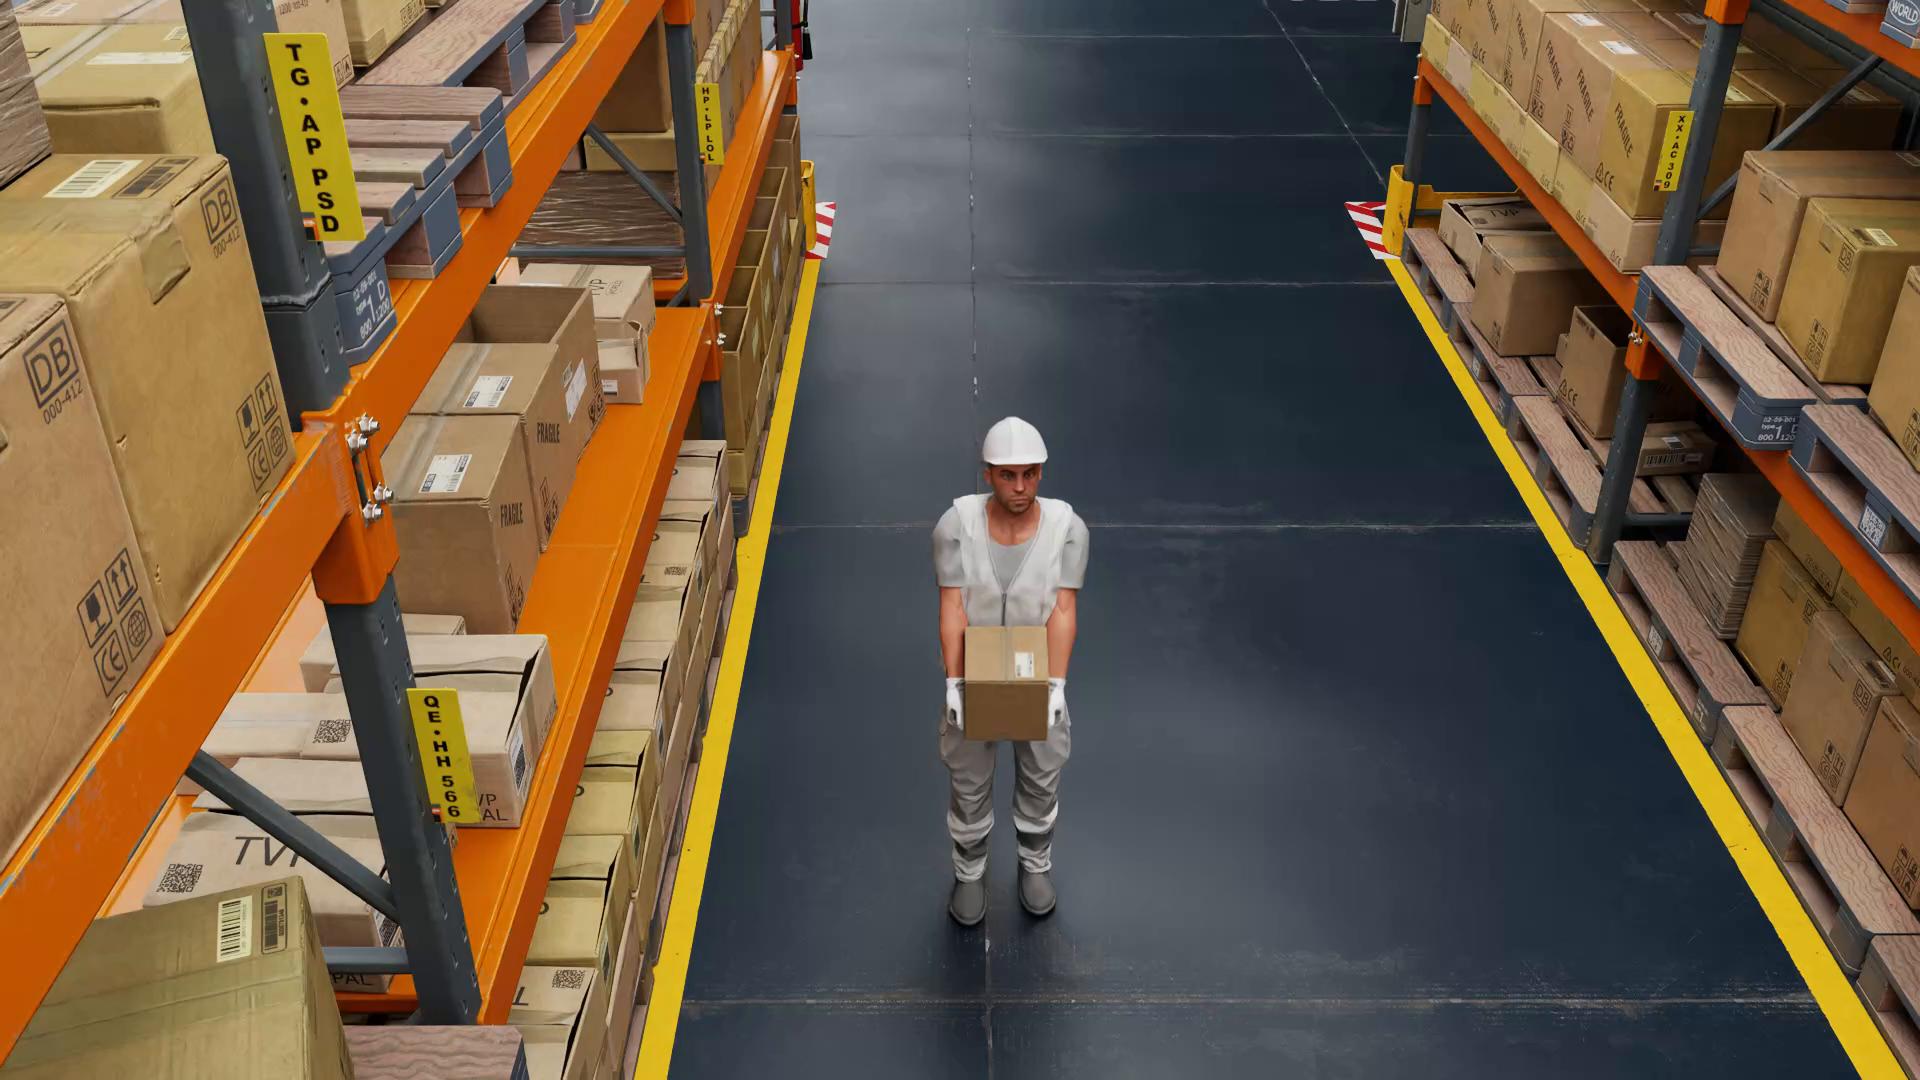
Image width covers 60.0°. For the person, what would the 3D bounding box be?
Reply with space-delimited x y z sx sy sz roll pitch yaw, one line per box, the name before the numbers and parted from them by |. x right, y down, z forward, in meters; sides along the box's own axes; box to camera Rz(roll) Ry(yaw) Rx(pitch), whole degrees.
person | 0.155 0.488 5.312 0.493 1.782 0.561 0 31 0
